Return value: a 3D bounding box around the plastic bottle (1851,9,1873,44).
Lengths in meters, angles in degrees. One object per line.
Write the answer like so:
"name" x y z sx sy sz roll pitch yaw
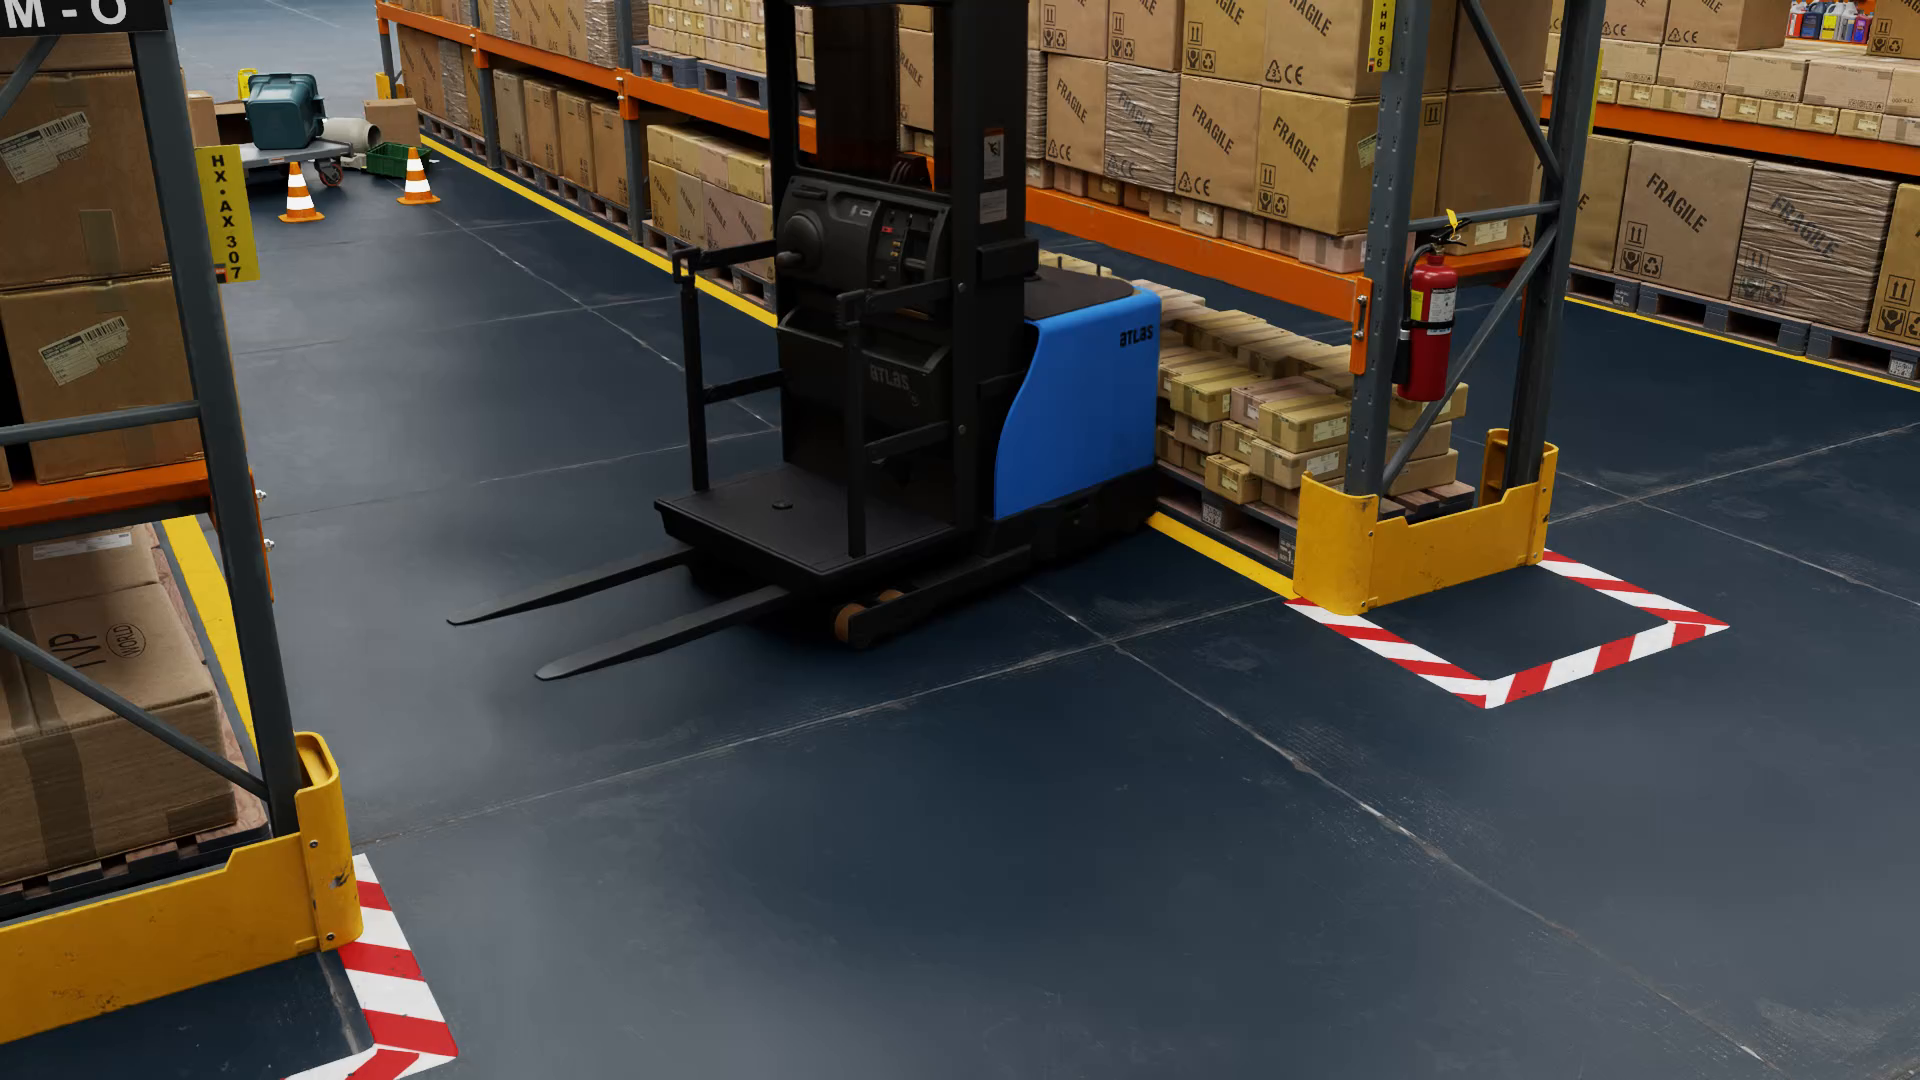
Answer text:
"plastic bottle" 7.859 -4.469 14.478 0.061 0.283 0.133 -13 25 -28

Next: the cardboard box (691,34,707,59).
"cardboard box" -1.652 -3.446 11.582 0.380 0.149 0.250 -11 25 -26

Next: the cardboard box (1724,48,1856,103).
"cardboard box" 5.017 -2.815 10.058 0.500 0.250 0.500 -13 25 -28

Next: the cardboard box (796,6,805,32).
"cardboard box" -0.854 -3.220 10.235 0.380 0.149 0.250 -13 25 -28

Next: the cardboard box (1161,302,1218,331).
"cardboard box" 1.090 -1.093 8.454 0.380 0.149 0.250 -13 25 -28

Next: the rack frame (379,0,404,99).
"rack frame" -6.208 -6.402 19.079 1.000 3.000 0.127 -13 25 -28

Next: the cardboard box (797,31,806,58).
"cardboard box" -0.855 -3.078 10.282 0.380 0.149 0.250 -14 26 -30

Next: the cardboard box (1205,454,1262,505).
"cardboard box" 1.298 -0.291 7.272 0.380 0.149 0.250 -12 25 -27

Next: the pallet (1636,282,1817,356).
"pallet" 5.186 -1.491 10.699 1.003 0.211 1.213 -13 25 -28

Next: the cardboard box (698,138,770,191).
"cardboard box" -1.477 -2.600 11.491 0.500 0.250 0.500 -12 25 -28

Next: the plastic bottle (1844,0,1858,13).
"plastic bottle" 7.869 -4.631 14.787 0.144 0.351 0.185 -13 25 -28

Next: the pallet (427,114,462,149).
"pallet" -5.113 -4.472 18.034 1.003 0.211 1.213 -13 25 -28

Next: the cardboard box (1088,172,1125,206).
"cardboard box" 0.824 -1.674 7.781 0.380 0.149 0.250 -12 25 -27

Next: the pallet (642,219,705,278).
"pallet" -1.724 -2.268 12.610 1.003 0.211 1.213 -13 25 -28

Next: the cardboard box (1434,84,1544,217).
"cardboard box" 1.973 -1.606 6.750 0.500 0.500 0.500 -11 25 -26

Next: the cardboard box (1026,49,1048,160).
"cardboard box" 0.443 -2.164 8.125 0.500 0.500 0.500 -13 26 -29

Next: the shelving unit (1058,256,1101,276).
"shelving unit" 0.486 -0.786 7.851 0.215 1.050 0.252 -20 29 -40

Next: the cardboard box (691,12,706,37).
"cardboard box" -1.639 -3.579 11.513 0.380 0.149 0.250 -12 25 -28

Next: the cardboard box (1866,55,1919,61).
"cardboard box" 5.743 -2.750 9.898 0.500 0.250 0.500 -14 26 -30

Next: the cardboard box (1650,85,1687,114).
"cardboard box" 4.639 -2.825 10.612 0.380 0.149 0.250 -13 25 -29

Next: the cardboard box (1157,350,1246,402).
"cardboard box" 1.078 -0.743 7.594 0.380 0.149 0.250 -14 26 -30

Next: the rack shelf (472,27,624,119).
"rack shelf" -3.143 -4.127 14.436 1.077 0.370 4.000 -13 25 -28

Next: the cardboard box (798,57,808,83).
"cardboard box" -0.838 -2.933 10.319 0.380 0.149 0.250 -14 26 -31

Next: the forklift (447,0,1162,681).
"forklift" -0.536 -1.168 6.293 3.031 2.935 1.130 -20 29 -40

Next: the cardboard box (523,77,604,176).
"cardboard box" -3.281 -3.763 15.016 1.050 0.750 0.750 -13 25 -28

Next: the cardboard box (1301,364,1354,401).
"cardboard box" 1.745 -0.673 7.423 0.380 0.149 0.250 -12 25 -27

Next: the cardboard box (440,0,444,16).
"cardboard box" -4.839 -5.665 17.067 0.875 0.550 0.550 -13 25 -28

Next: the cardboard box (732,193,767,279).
"cardboard box" -1.193 -2.078 11.203 0.500 0.500 0.500 -13 26 -29

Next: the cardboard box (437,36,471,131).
"cardboard box" -4.890 -4.826 17.465 0.875 0.875 0.875 -12 25 -28

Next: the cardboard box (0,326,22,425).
"cardboard box" -2.520 -0.653 4.803 0.500 0.500 0.500 -13 25 -29

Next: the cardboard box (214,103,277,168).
"cardboard box" -6.853 -3.941 16.159 0.797 0.637 0.503 -13 25 -28

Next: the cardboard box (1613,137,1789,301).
"cardboard box" 4.965 -2.129 10.830 0.875 0.875 0.875 -13 25 -28

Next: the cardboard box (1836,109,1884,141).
"cardboard box" 5.293 -2.410 9.591 0.380 0.149 0.250 -13 26 -29

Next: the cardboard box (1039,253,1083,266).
"cardboard box" 0.492 -1.527 9.523 0.380 0.149 0.250 -12 25 -28

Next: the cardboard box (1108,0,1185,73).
"cardboard box" 0.985 -2.301 7.134 0.500 0.500 0.500 -11 25 -26

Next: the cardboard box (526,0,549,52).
"cardboard box" -3.357 -4.442 14.123 0.500 0.500 0.500 -12 25 -27

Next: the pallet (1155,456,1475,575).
"pallet" 1.542 -0.225 7.586 1.003 0.211 1.213 -13 25 -28

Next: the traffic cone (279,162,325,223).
"traffic cone" -5.524 -2.914 13.866 0.336 0.463 0.334 -13 25 -28

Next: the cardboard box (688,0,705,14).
"cardboard box" -1.656 -3.727 11.483 0.380 0.149 0.250 -14 26 -30

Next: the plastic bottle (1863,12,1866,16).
"plastic bottle" 8.264 -4.747 15.271 0.097 0.201 0.097 0 22 0

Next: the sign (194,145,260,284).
"sign" -1.759 -0.781 3.994 0.100 0.325 0.005 -13 25 -28

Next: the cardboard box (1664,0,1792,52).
"cardboard box" 4.777 -3.322 10.309 0.500 0.500 0.500 -14 26 -30

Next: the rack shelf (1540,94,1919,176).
"rack shelf" 5.259 -2.458 10.332 1.077 0.370 4.000 -13 25 -28

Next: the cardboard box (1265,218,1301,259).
"cardboard box" 1.461 -1.245 6.726 0.380 0.149 0.250 -13 25 -28

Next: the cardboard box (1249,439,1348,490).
"cardboard box" 1.450 -0.351 7.024 0.380 0.149 0.250 -13 26 -30

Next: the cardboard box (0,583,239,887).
"cardboard box" -2.662 0.560 4.795 0.875 0.438 0.875 -14 26 -30

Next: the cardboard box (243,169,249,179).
"cardboard box" -6.940 -3.533 15.650 0.396 0.266 0.258 8 23 18
